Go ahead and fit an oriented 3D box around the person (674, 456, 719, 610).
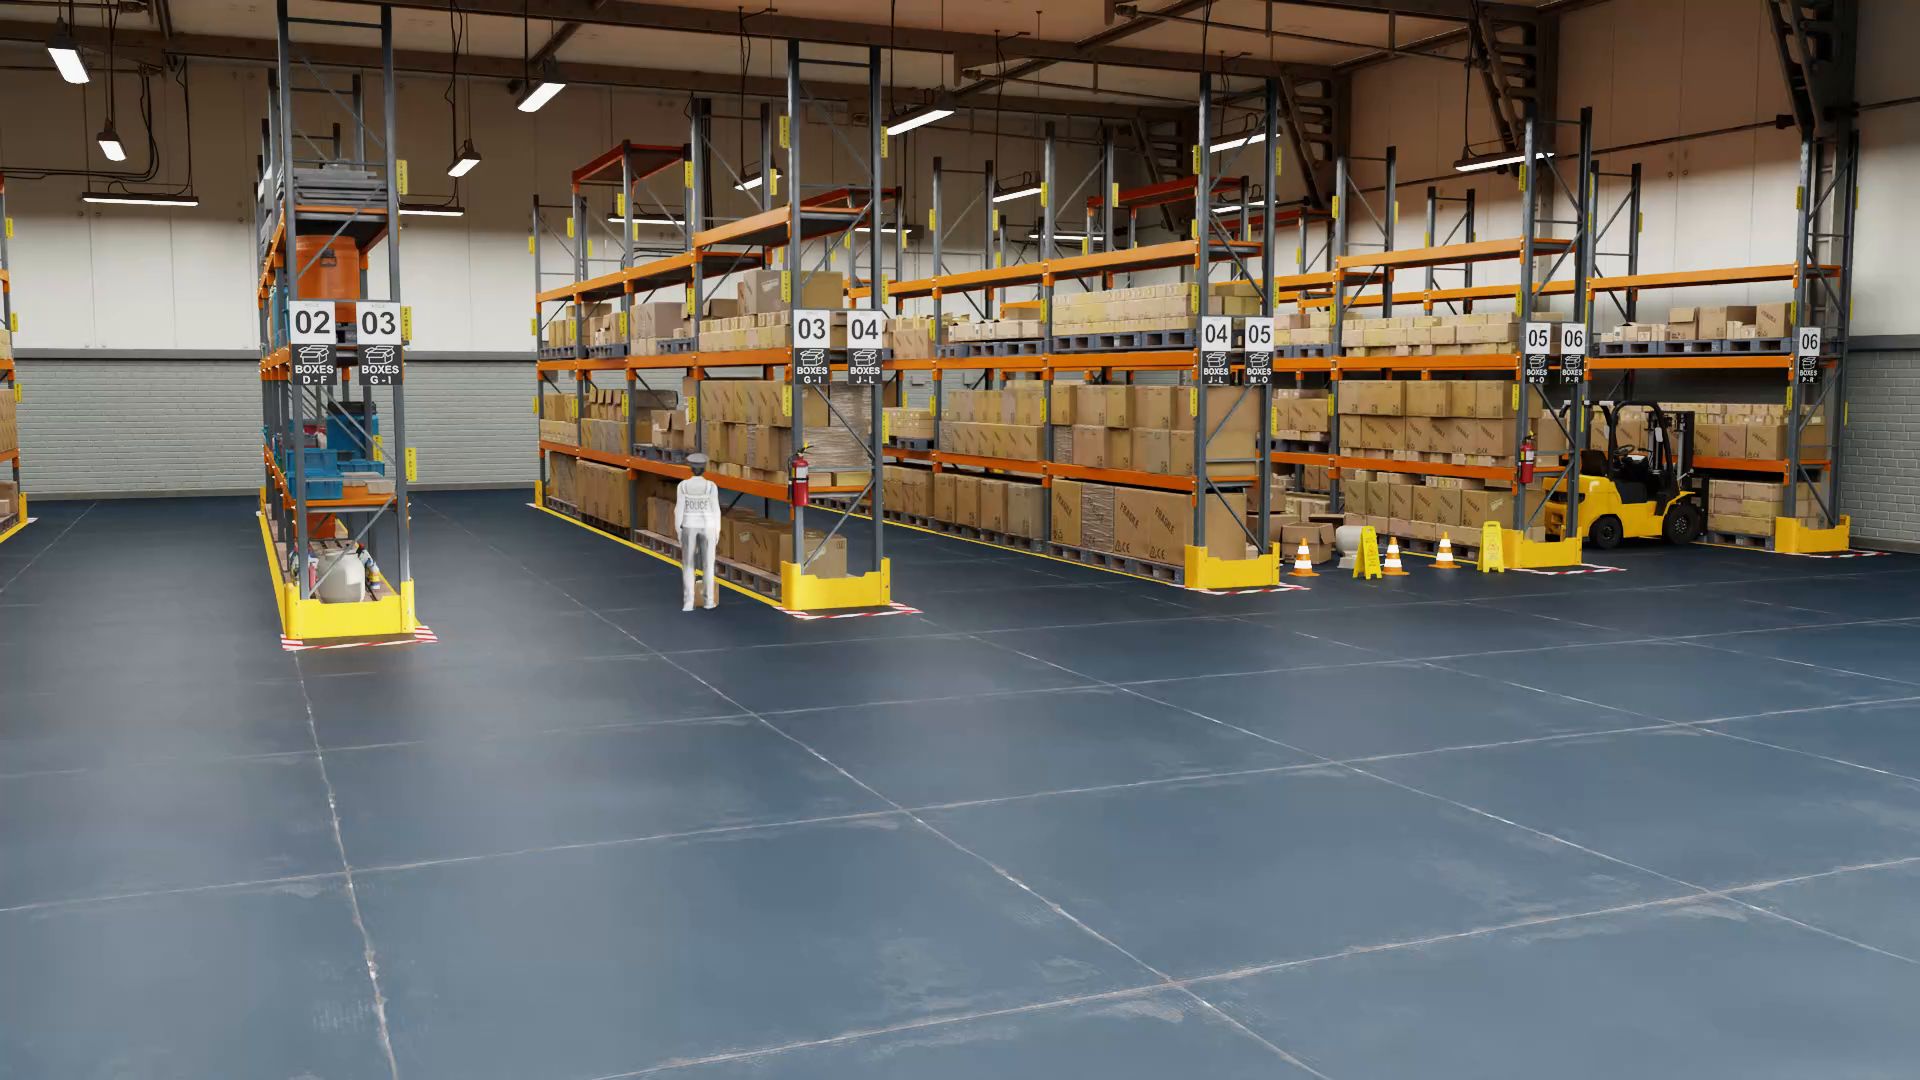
[{"bbox_3d":[-2.818,-0.068,17.799,0.479,1.657,0.352,0,5,-1],"label":"person"}]
